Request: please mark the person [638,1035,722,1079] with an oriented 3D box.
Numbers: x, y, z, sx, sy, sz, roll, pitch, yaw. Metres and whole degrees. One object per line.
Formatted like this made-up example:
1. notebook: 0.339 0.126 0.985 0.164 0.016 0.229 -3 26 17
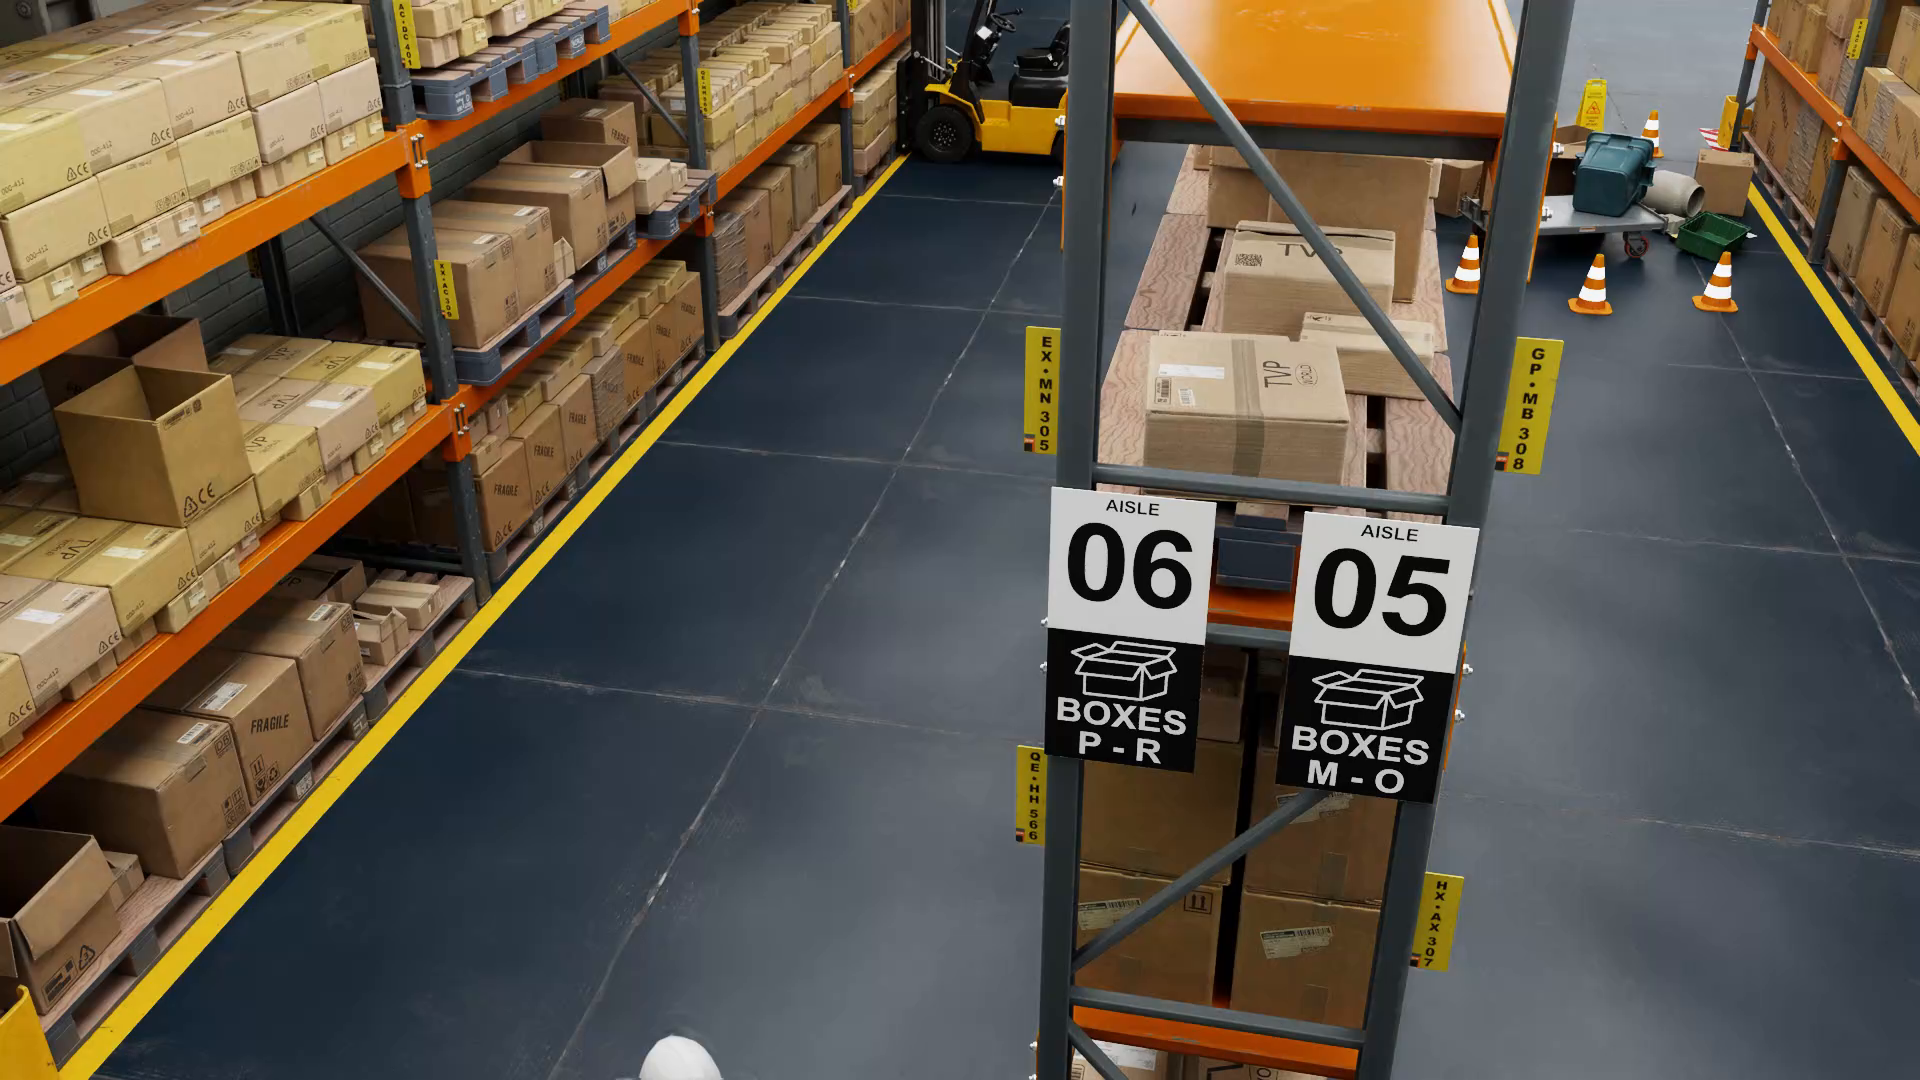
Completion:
1. person: -0.788 2.150 4.636 0.666 1.733 0.852 -5 29 -10
